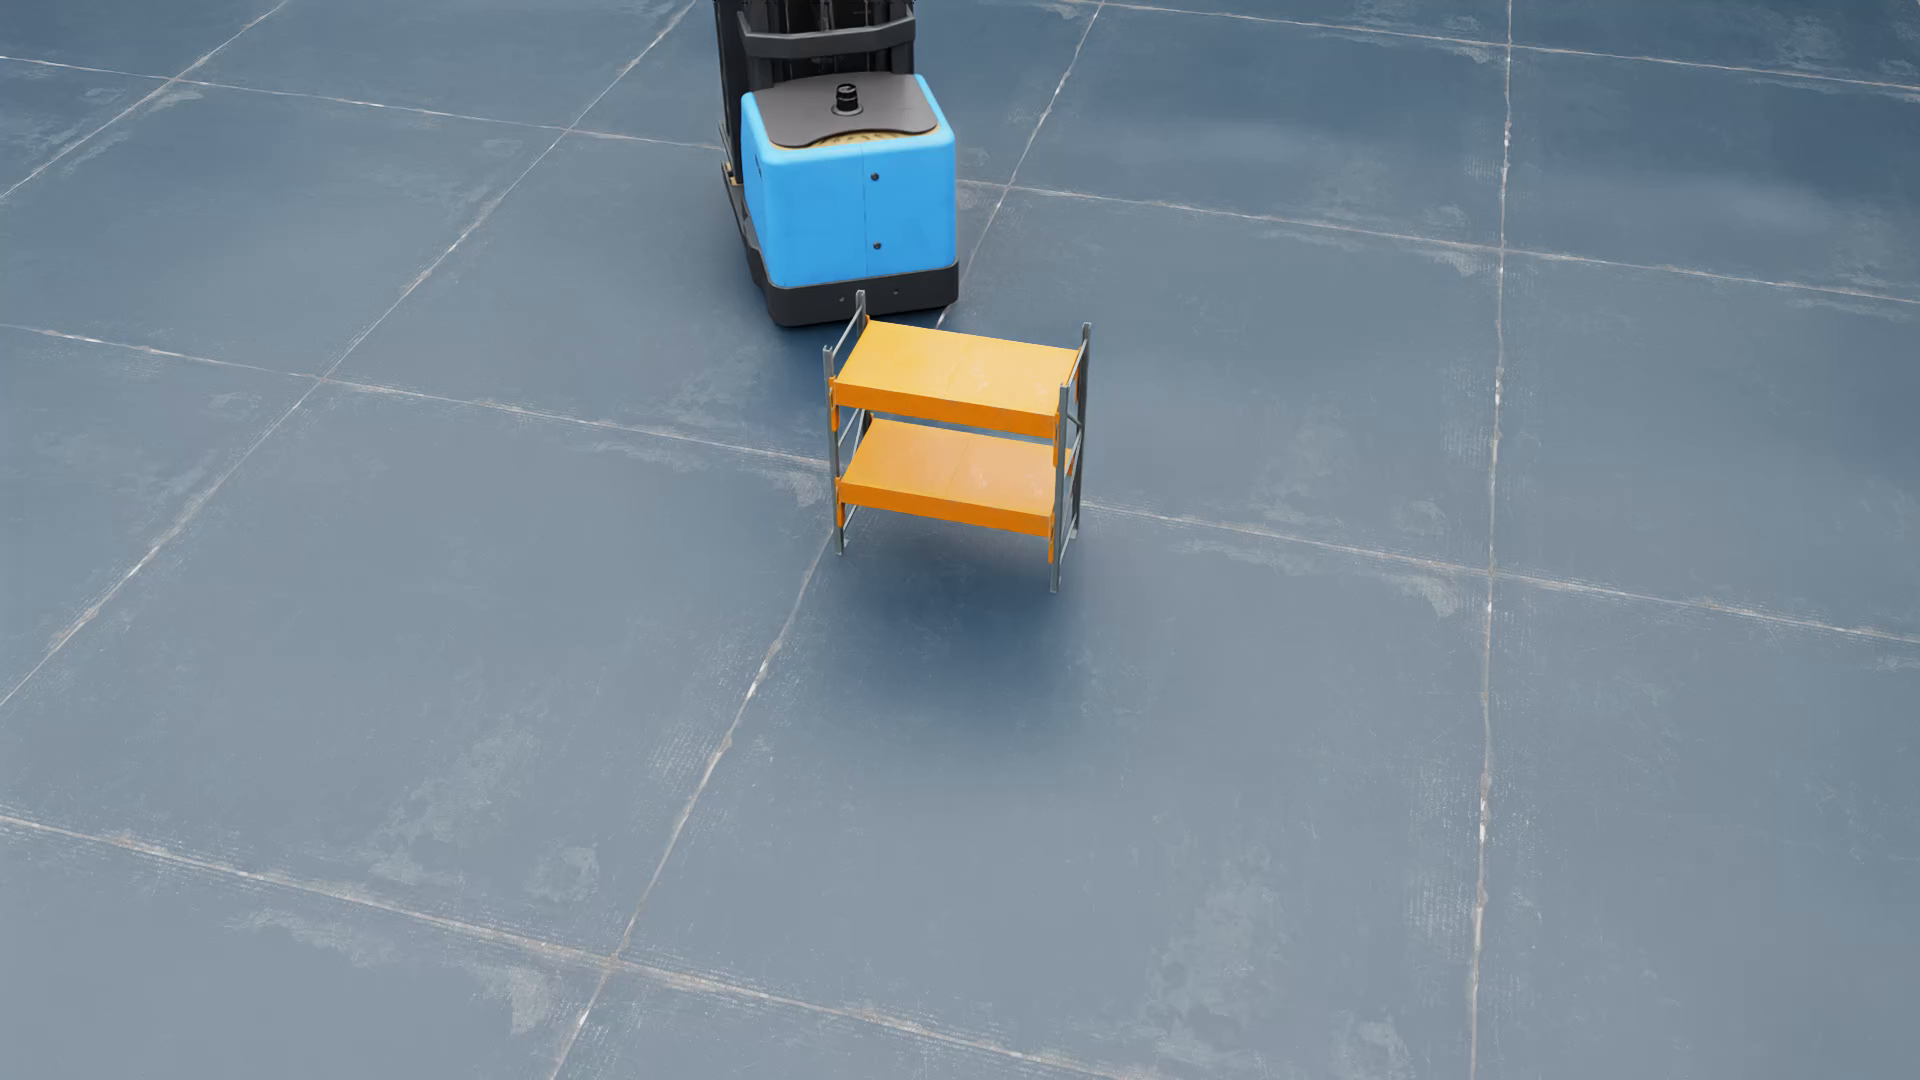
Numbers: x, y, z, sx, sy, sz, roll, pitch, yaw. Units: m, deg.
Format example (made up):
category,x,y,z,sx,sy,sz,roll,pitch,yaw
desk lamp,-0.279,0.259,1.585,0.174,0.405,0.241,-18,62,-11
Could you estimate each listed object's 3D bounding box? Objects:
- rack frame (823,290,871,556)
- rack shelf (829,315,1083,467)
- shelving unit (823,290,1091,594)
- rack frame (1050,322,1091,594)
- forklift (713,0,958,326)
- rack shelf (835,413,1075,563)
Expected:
category,x,y,z,sx,sy,sz,roll,pitch,yaw
rack frame,-0.498,-0.516,7.515,0.032,1.125,0.500,10,41,11
rack shelf,-0.007,-0.656,7.226,1.000,0.278,0.538,10,41,11
shelving unit,-0.007,-0.432,7.414,1.048,1.125,0.538,10,41,11
rack frame,0.485,-0.347,7.314,0.032,1.125,0.500,10,41,11
forklift,-0.863,-3.241,9.355,1.130,2.935,3.031,-9,41,-11
rack shelf,-0.007,-0.245,7.571,1.000,0.278,0.538,10,41,11
